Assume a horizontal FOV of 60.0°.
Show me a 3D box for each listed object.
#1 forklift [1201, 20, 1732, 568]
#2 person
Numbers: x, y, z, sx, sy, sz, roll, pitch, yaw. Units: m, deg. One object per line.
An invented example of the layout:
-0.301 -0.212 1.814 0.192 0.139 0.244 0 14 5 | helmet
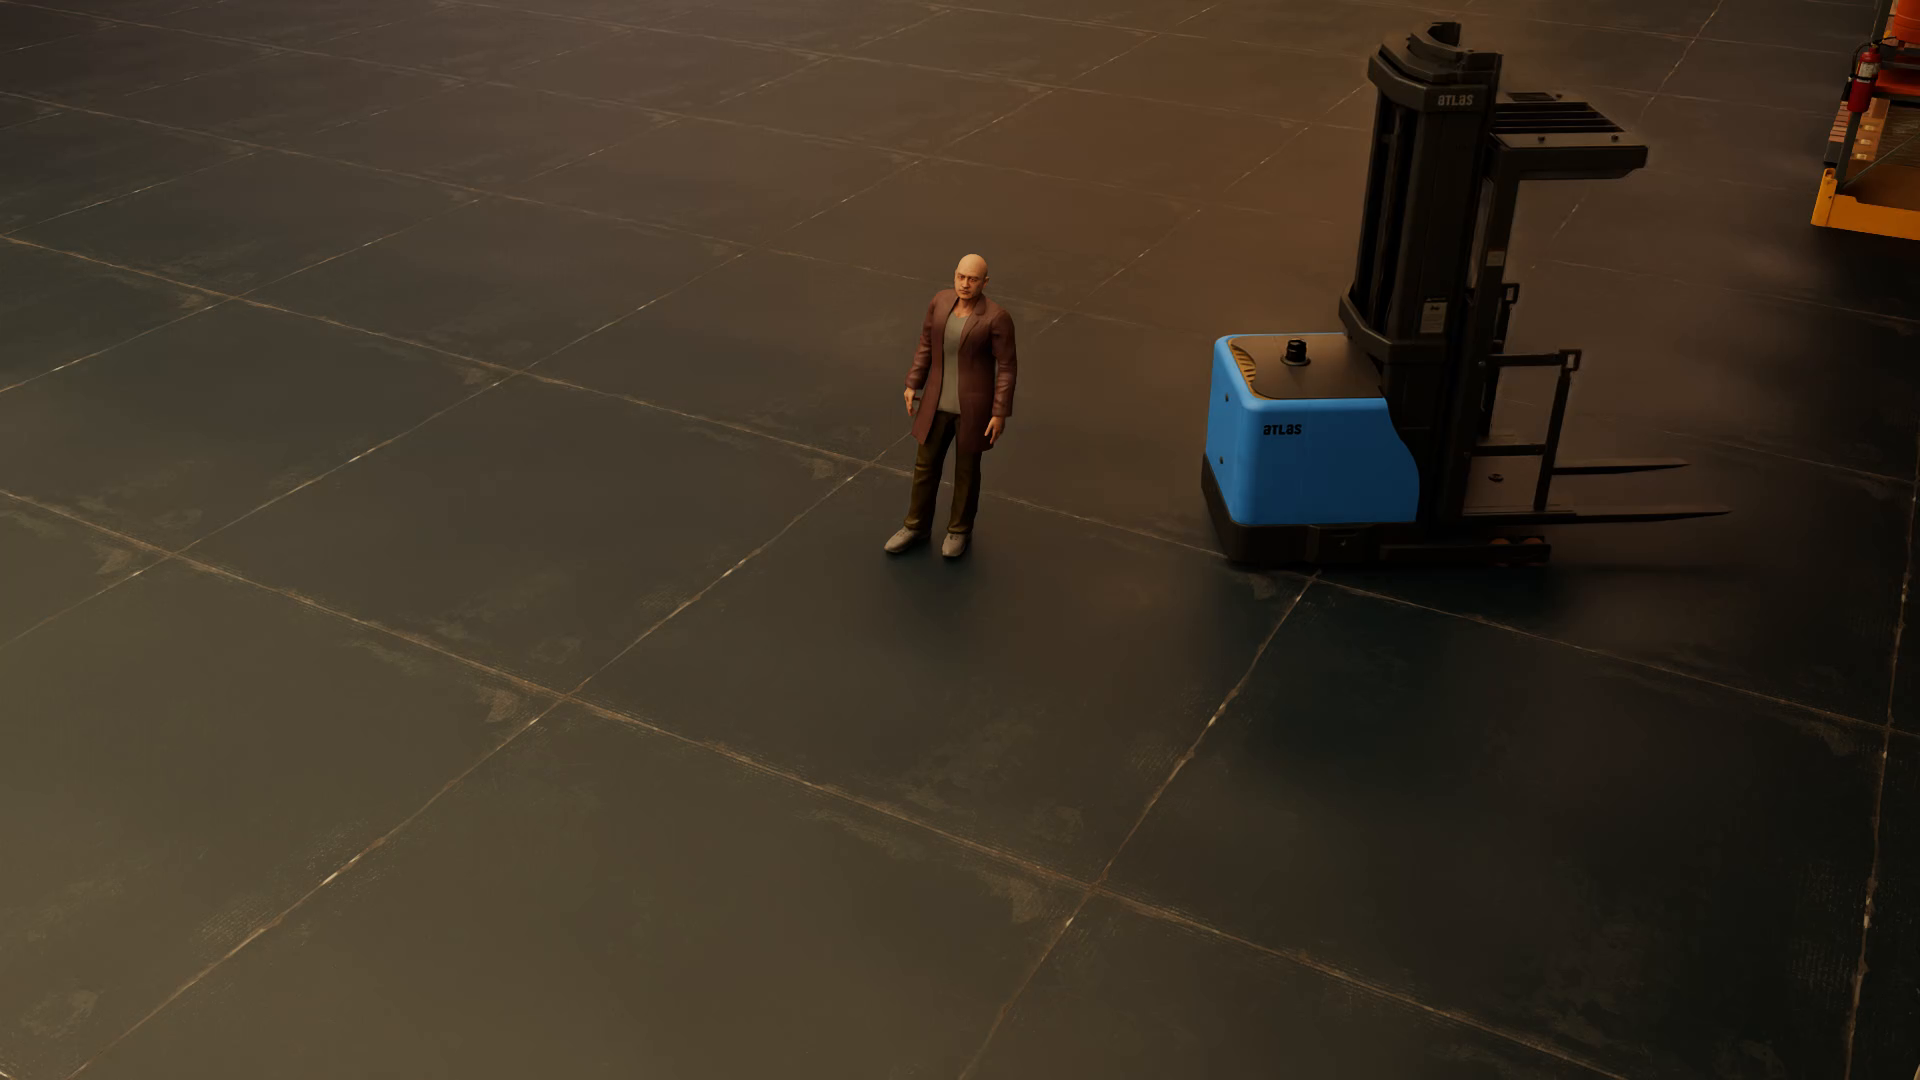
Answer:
3.047 -1.373 9.450 3.031 2.935 1.130 -1 30 -3 | forklift
-0.048 -0.738 9.488 0.694 1.776 0.582 15 33 25 | person
